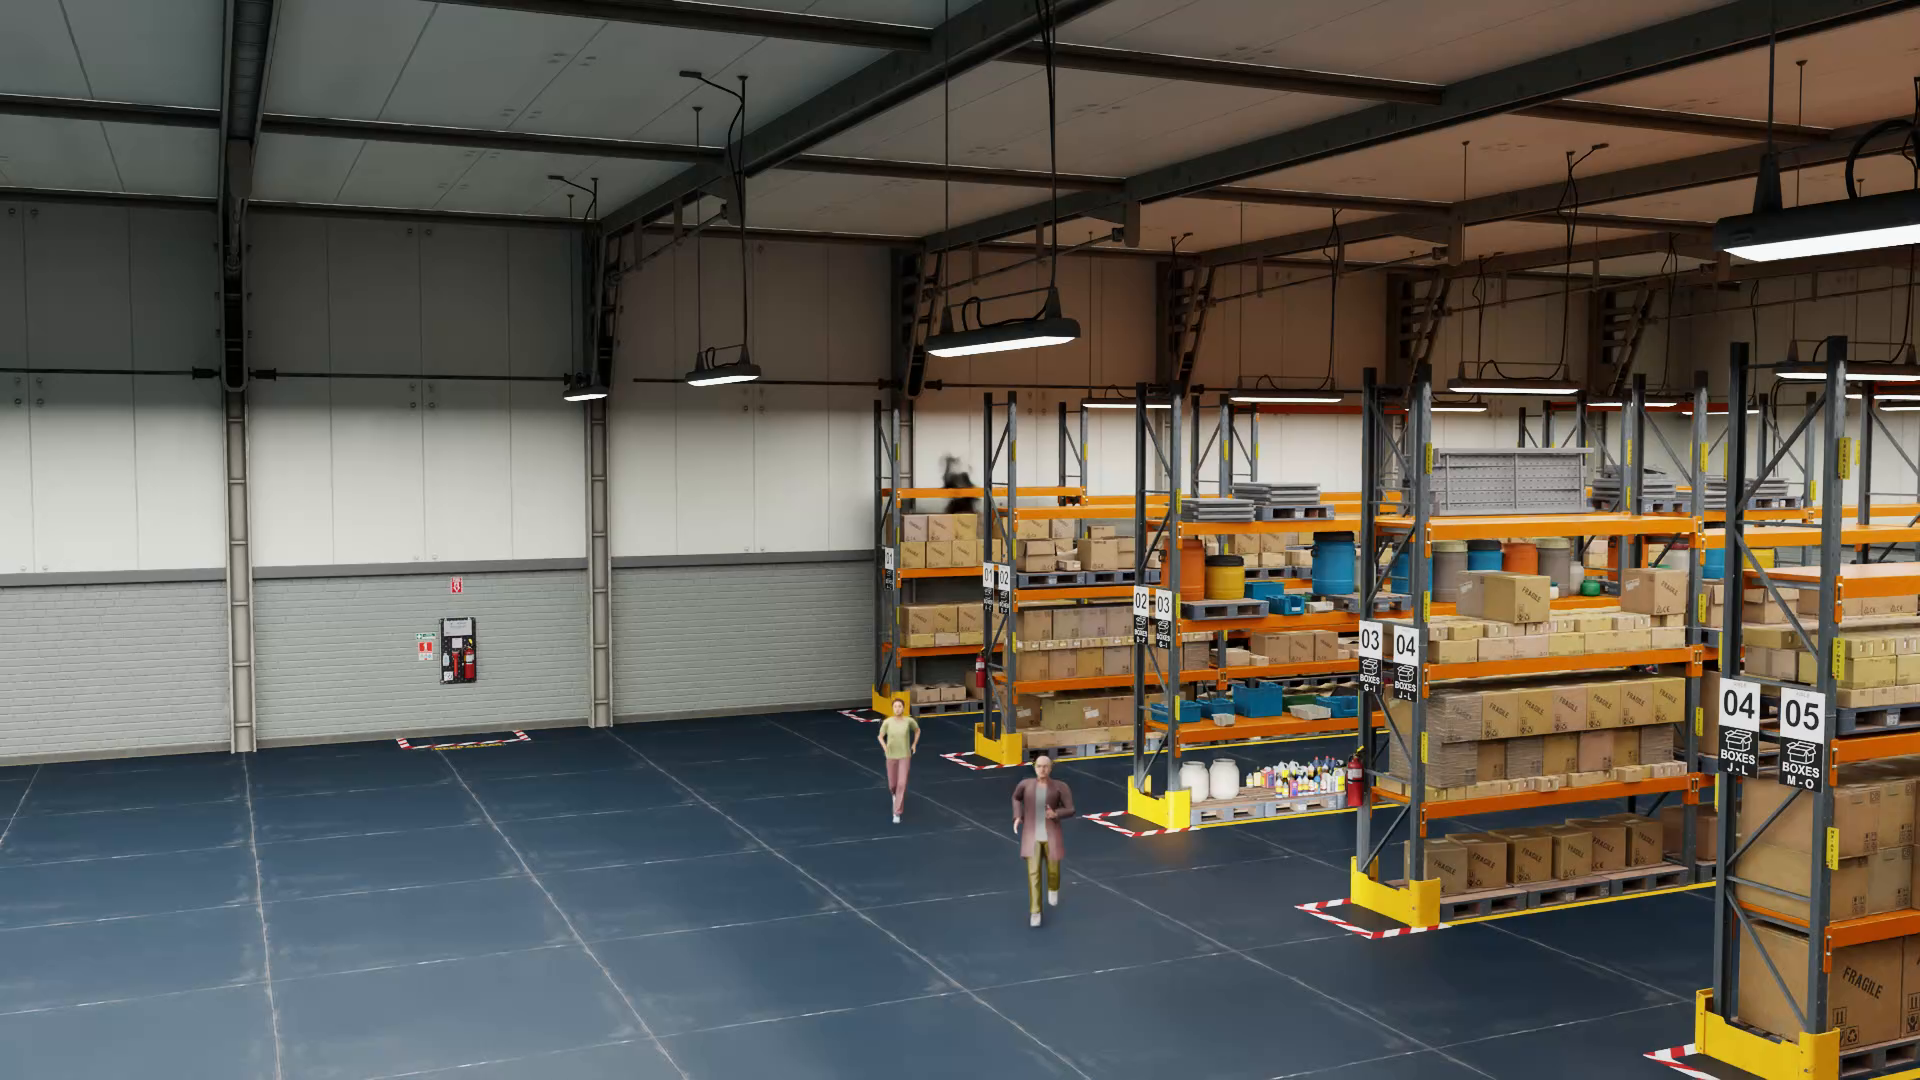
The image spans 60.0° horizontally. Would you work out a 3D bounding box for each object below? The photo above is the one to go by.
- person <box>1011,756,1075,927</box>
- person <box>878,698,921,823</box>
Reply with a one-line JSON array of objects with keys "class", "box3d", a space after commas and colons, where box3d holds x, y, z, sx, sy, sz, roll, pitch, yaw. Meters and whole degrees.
[{"class": "person", "box3d": [0.894, 3.221, 18.037, 0.714, 1.742, 1.034, 0, 3, 7]}, {"class": "person", "box3d": [-0.852, 3.012, 22.997, 0.570, 1.664, 0.866, 0, 3, 2]}]
